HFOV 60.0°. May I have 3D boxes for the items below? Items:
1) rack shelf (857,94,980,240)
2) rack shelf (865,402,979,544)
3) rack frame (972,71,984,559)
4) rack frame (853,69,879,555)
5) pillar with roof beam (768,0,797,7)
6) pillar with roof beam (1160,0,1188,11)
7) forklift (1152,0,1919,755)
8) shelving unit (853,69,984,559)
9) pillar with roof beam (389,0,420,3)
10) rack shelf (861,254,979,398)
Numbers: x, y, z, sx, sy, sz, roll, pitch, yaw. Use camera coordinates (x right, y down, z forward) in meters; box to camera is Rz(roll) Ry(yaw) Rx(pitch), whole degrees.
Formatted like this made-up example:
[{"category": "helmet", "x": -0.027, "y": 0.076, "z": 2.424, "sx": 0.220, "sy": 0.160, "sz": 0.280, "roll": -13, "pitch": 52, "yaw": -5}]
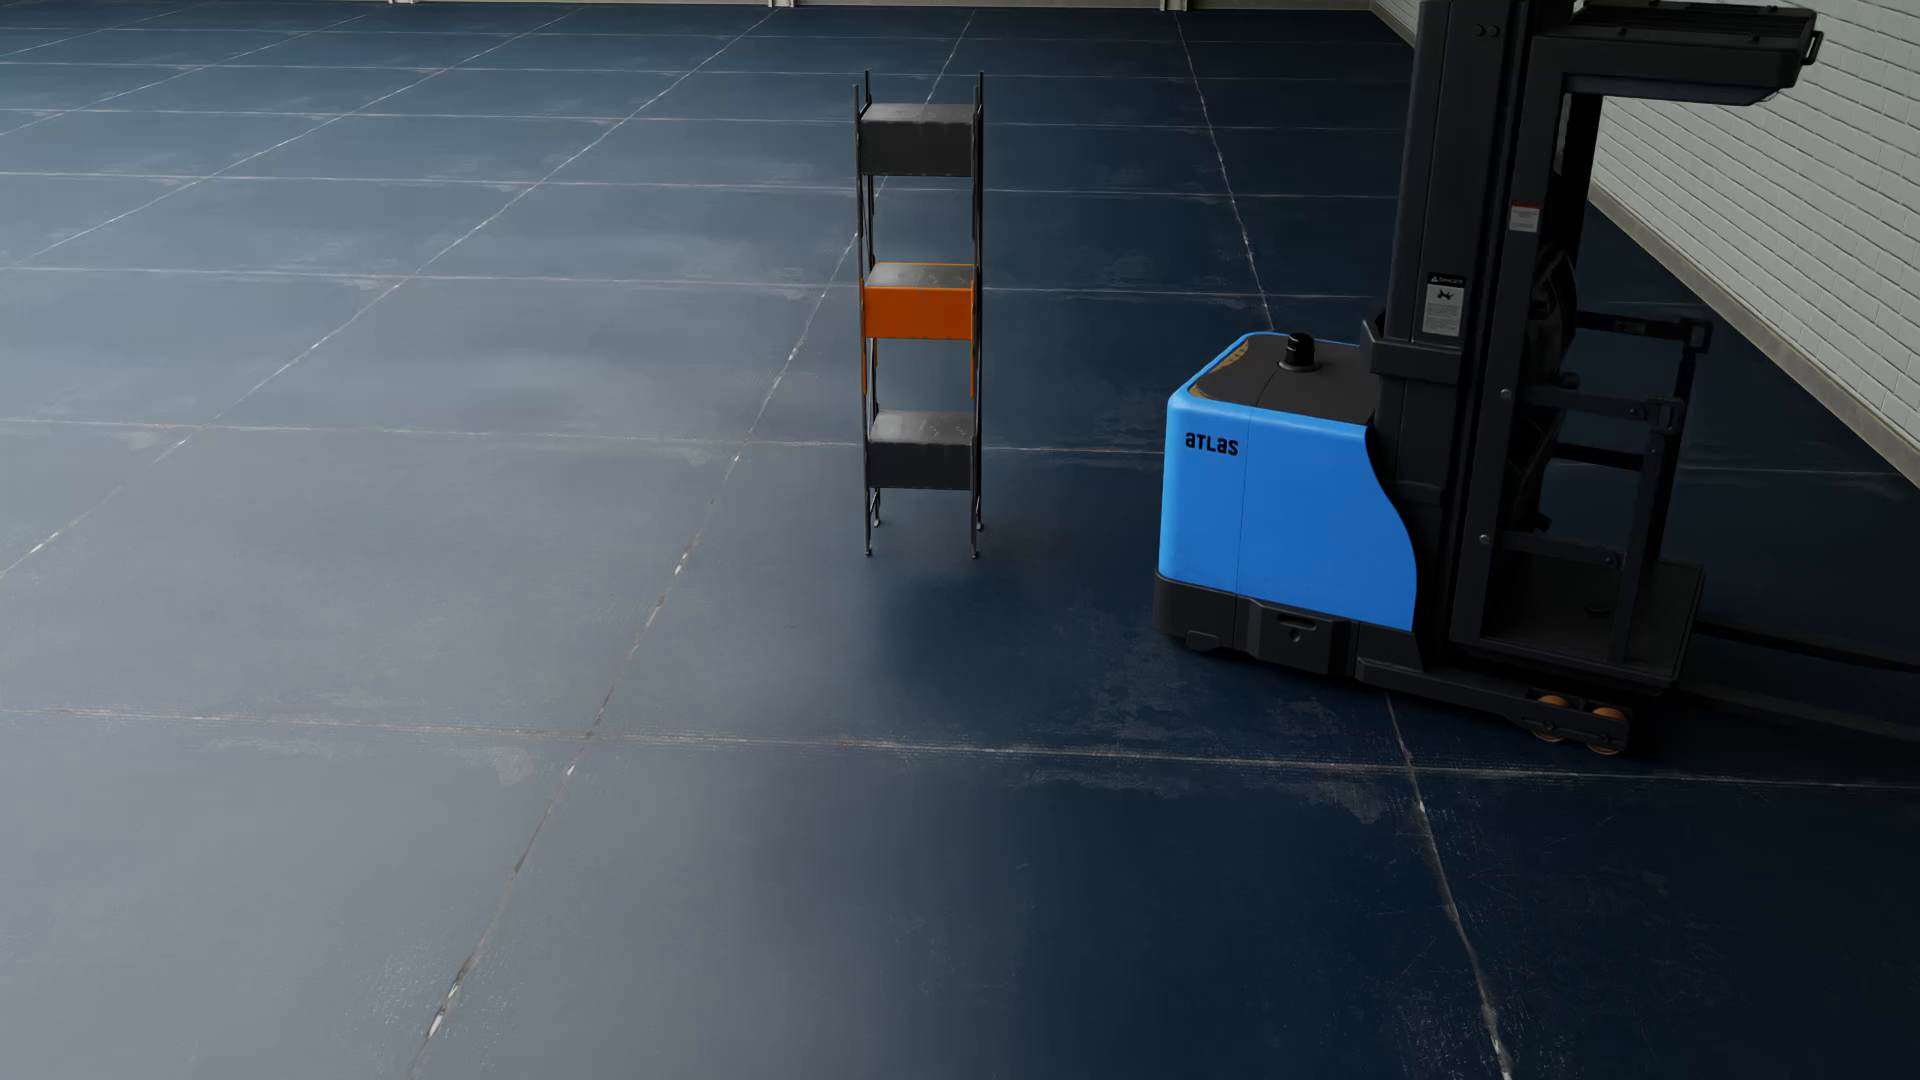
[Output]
[{"category": "rack shelf", "x": -0.165, "y": -1.583, "z": 7.036, "sx": 0.480, "sy": 0.518, "sz": 0.431, "roll": 2, "pitch": 25, "yaw": 4}, {"category": "rack shelf", "x": -0.165, "y": -0.311, "z": 7.621, "sx": 0.480, "sy": 0.518, "sz": 0.431, "roll": 2, "pitch": 25, "yaw": 4}, {"category": "rack frame", "x": 0.078, "y": -0.951, "z": 7.306, "sx": 0.015, "sy": 2.100, "sz": 0.400, "roll": 2, "pitch": 25, "yaw": 4}, {"category": "rack frame", "x": -0.408, "y": -0.967, "z": 7.340, "sx": 0.015, "sy": 2.100, "sz": 0.400, "roll": 2, "pitch": 25, "yaw": 4}, {"category": "pillar with roof beam", "x": -3.066, "y": -10.552, "z": 19.918, "sx": 0.400, "sy": 9.000, "sz": 9.100, "roll": 2, "pitch": 25, "yaw": 4}, {"category": "pillar with roof beam", "x": 2.917, "y": -10.360, "z": 19.500, "sx": 0.400, "sy": 9.000, "sz": 9.100, "roll": 2, "pitch": 25, "yaw": 4}, {"category": "forklift", "x": 2.337, "y": -0.804, "z": 5.991, "sx": 3.031, "sy": 2.935, "sz": 1.130, "roll": 12, "pitch": 27, "yaw": 25}, {"category": "shelving unit", "x": -0.165, "y": -0.959, "z": 7.323, "sx": 0.503, "sy": 2.100, "sz": 0.431, "roll": 2, "pitch": 25, "yaw": 4}, {"category": "pillar with roof beam", "x": -9.048, "y": -10.744, "z": 20.335, "sx": 0.400, "sy": 9.000, "sz": 9.100, "roll": 2, "pitch": 25, "yaw": 4}, {"category": "rack shelf", "x": -0.165, "y": -0.947, "z": 7.328, "sx": 0.480, "sy": 0.518, "sz": 0.431, "roll": 2, "pitch": 25, "yaw": 4}]
